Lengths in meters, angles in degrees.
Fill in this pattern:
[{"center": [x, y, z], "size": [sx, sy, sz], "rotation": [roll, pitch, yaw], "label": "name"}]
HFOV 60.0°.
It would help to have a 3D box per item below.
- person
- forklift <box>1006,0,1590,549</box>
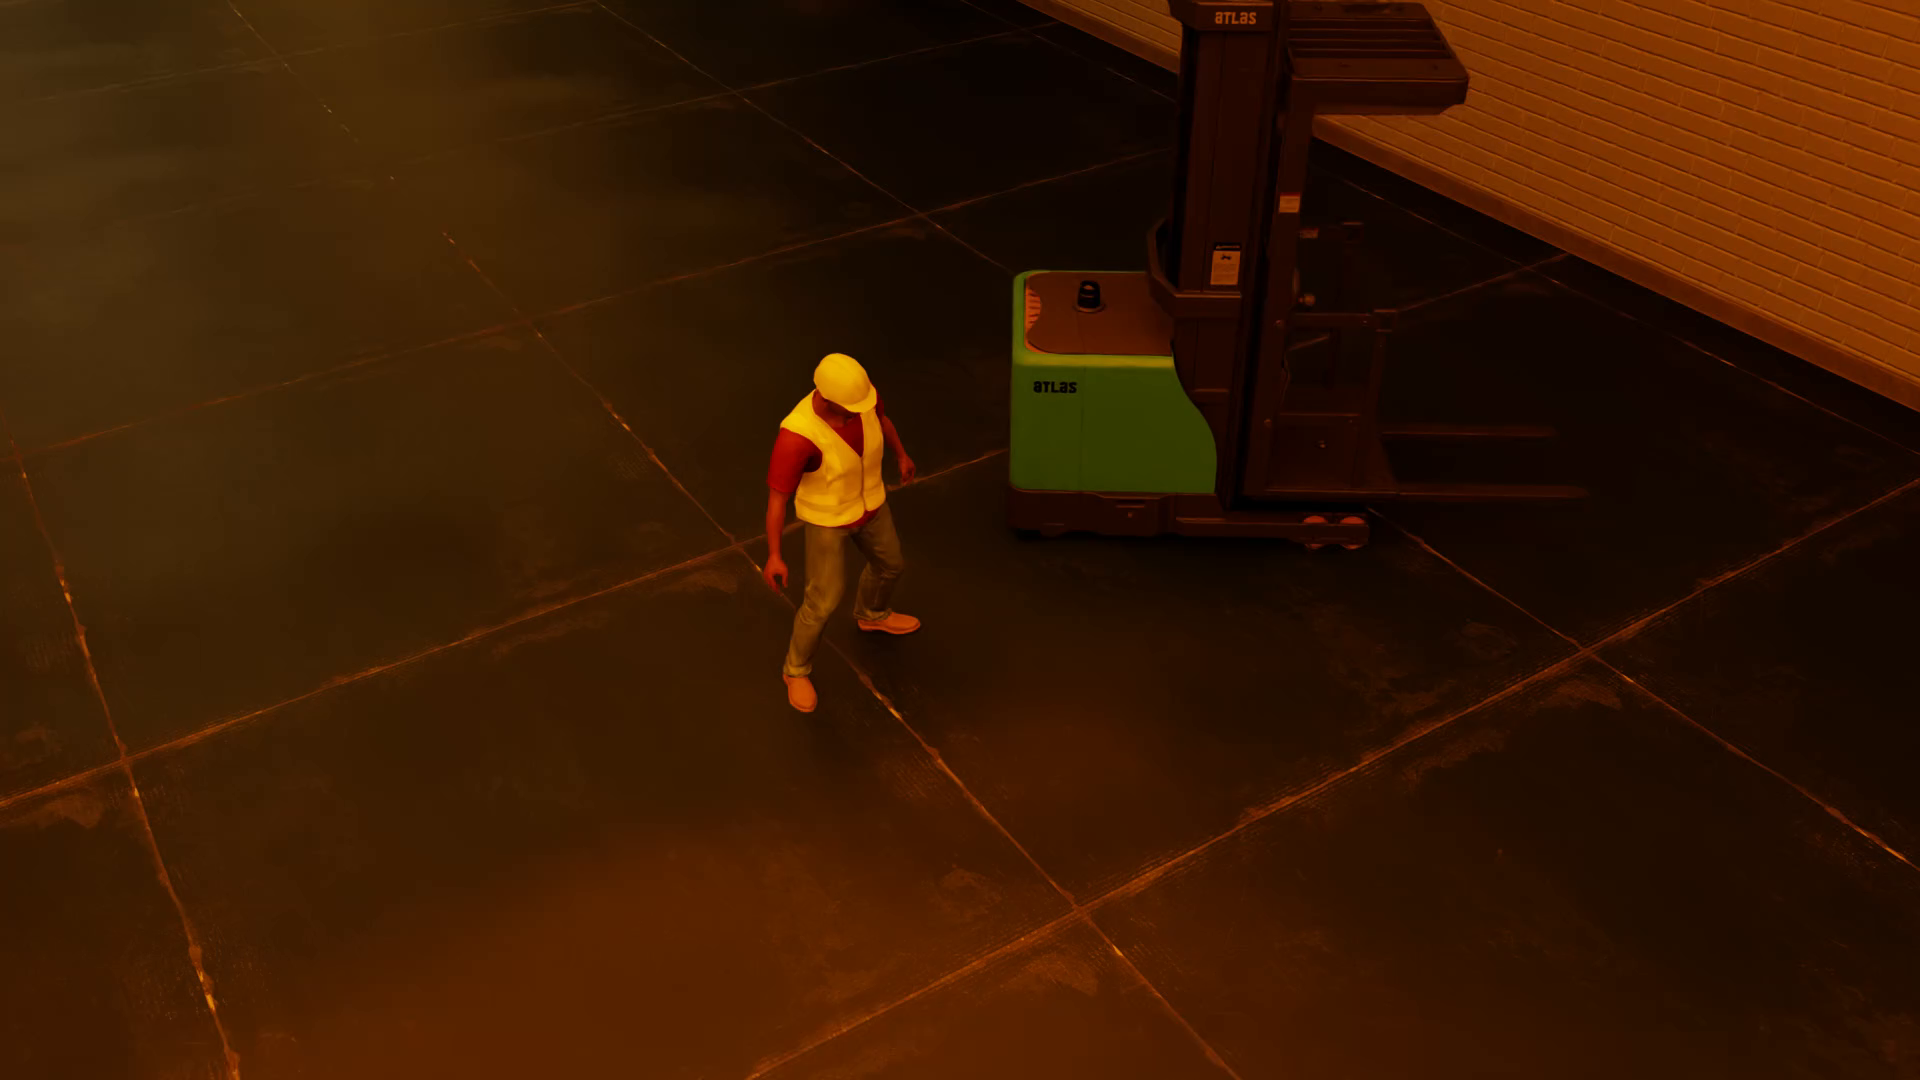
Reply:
[{"center": [-0.503, -0.105, 7.372], "size": [0.435, 1.716, 0.970], "rotation": [26, 43, 32], "label": "person"}, {"center": [1.769, -1.466, 8.234], "size": [3.031, 2.935, 1.130], "rotation": [1, 35, 2], "label": "forklift"}]
